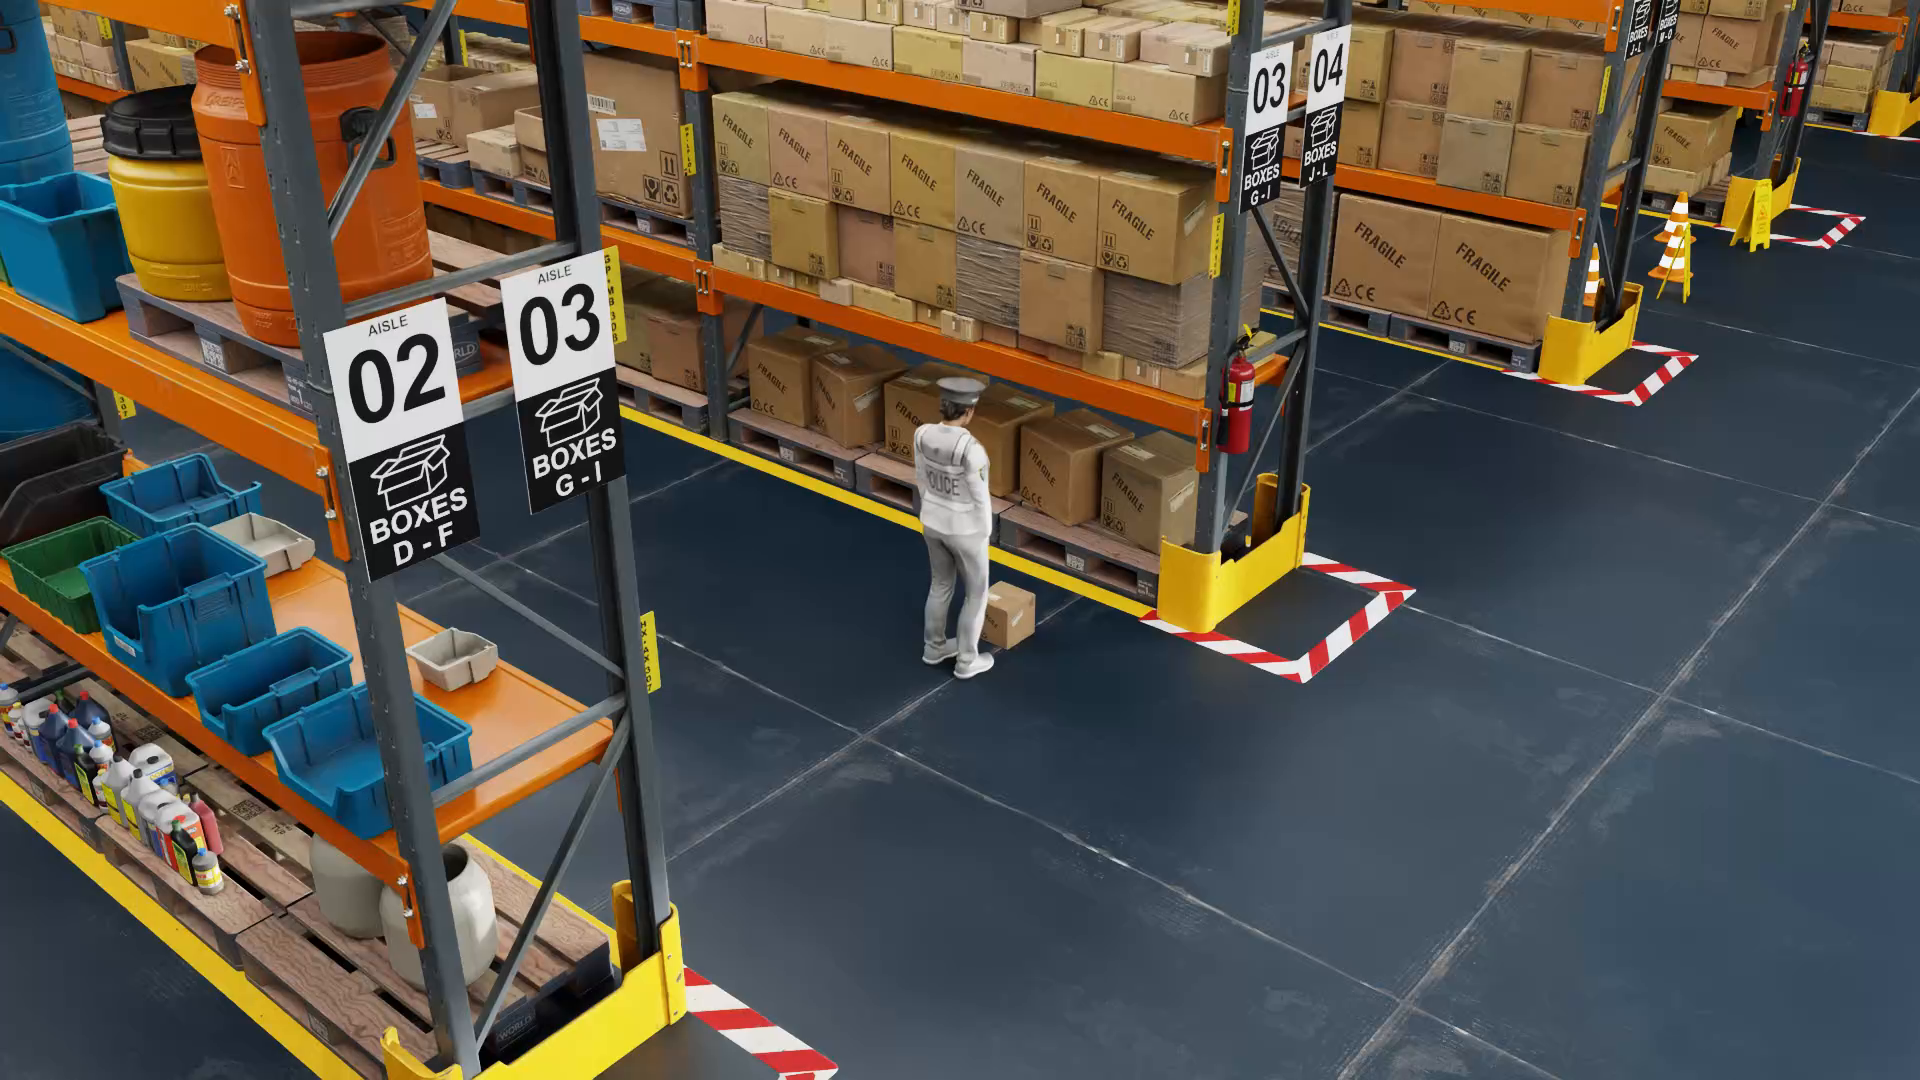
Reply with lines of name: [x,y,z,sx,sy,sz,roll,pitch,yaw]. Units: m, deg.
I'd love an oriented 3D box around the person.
person: [-0.030,-0.064,8.759,0.478,1.656,0.352,22,35,35]
